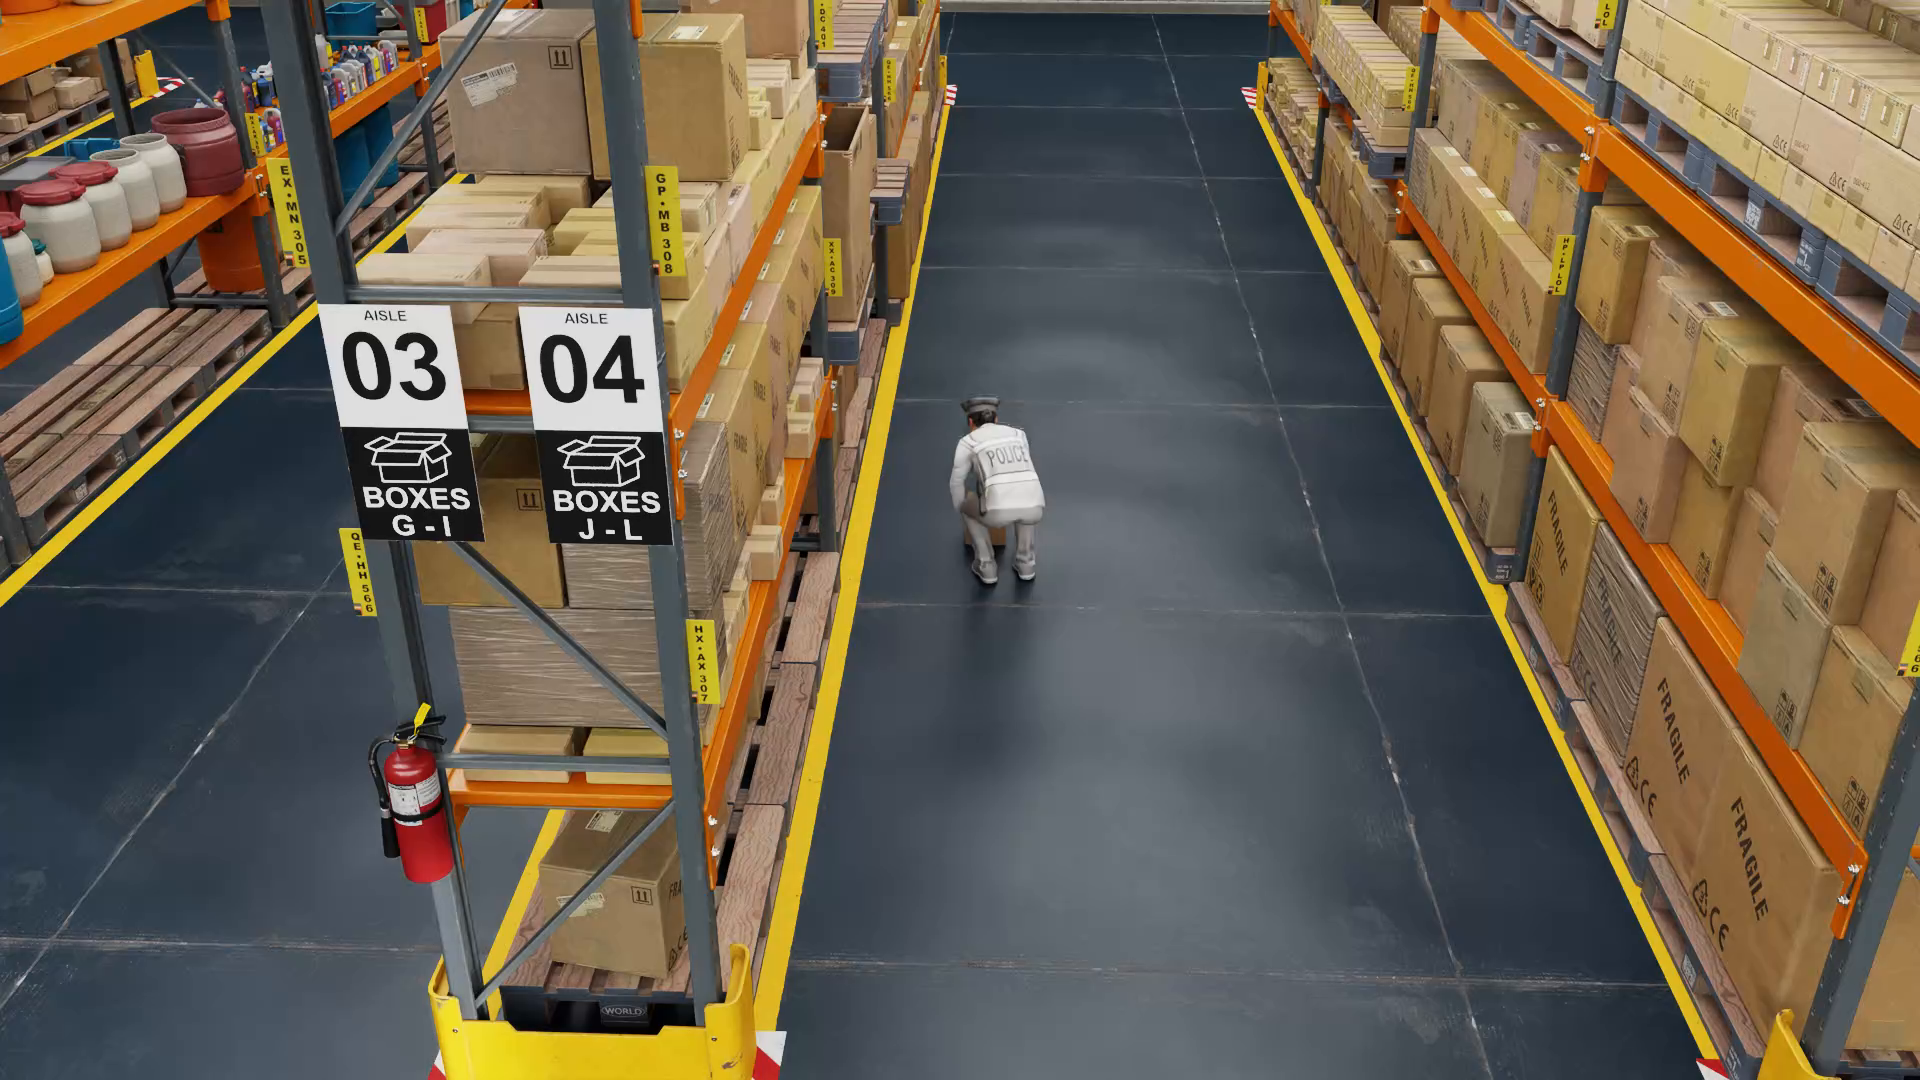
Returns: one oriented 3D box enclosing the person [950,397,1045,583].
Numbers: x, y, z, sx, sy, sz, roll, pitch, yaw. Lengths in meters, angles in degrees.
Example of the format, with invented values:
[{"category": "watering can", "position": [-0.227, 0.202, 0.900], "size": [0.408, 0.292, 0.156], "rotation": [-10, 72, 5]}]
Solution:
[{"category": "person", "position": [0.211, -0.297, 9.882], "size": [0.496, 1.005, 0.841], "rotation": [-6, 29, -10]}]
